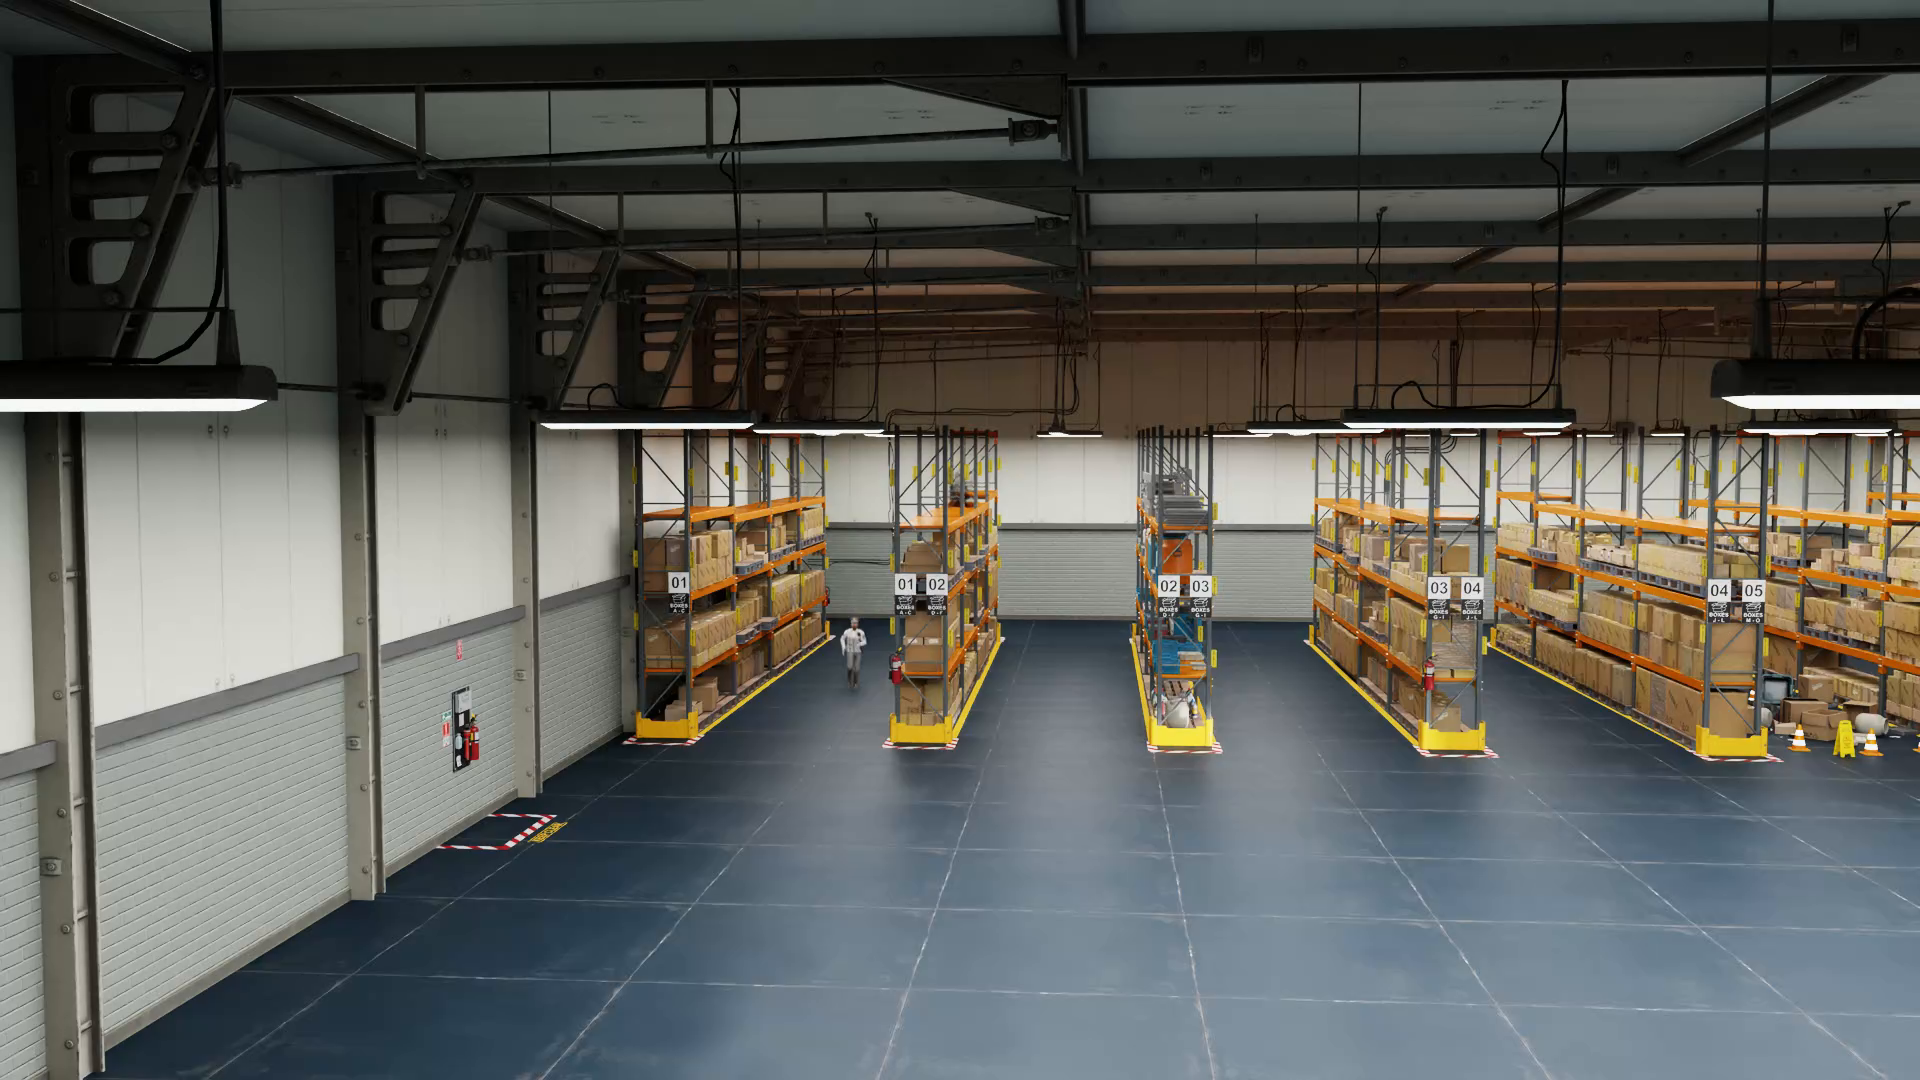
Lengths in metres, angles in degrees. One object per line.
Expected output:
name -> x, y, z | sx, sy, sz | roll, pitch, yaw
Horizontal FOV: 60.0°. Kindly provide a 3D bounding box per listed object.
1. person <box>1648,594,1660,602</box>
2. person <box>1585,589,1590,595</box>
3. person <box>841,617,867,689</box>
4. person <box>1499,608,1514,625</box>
person -> 19.680, 2.020, 47.272 | 0.564, 1.723, 0.706 | 1, 4, 14
person -> 16.900, 2.190, 44.926 | 0.662, 1.737, 0.726 | 0, 3, 7
person -> -2.439, 2.590, 38.043 | 0.576, 1.660, 0.608 | 0, 3, -5
person -> 15.661, 2.030, 47.430 | 0.805, 1.730, 0.711 | 1, 4, 21
